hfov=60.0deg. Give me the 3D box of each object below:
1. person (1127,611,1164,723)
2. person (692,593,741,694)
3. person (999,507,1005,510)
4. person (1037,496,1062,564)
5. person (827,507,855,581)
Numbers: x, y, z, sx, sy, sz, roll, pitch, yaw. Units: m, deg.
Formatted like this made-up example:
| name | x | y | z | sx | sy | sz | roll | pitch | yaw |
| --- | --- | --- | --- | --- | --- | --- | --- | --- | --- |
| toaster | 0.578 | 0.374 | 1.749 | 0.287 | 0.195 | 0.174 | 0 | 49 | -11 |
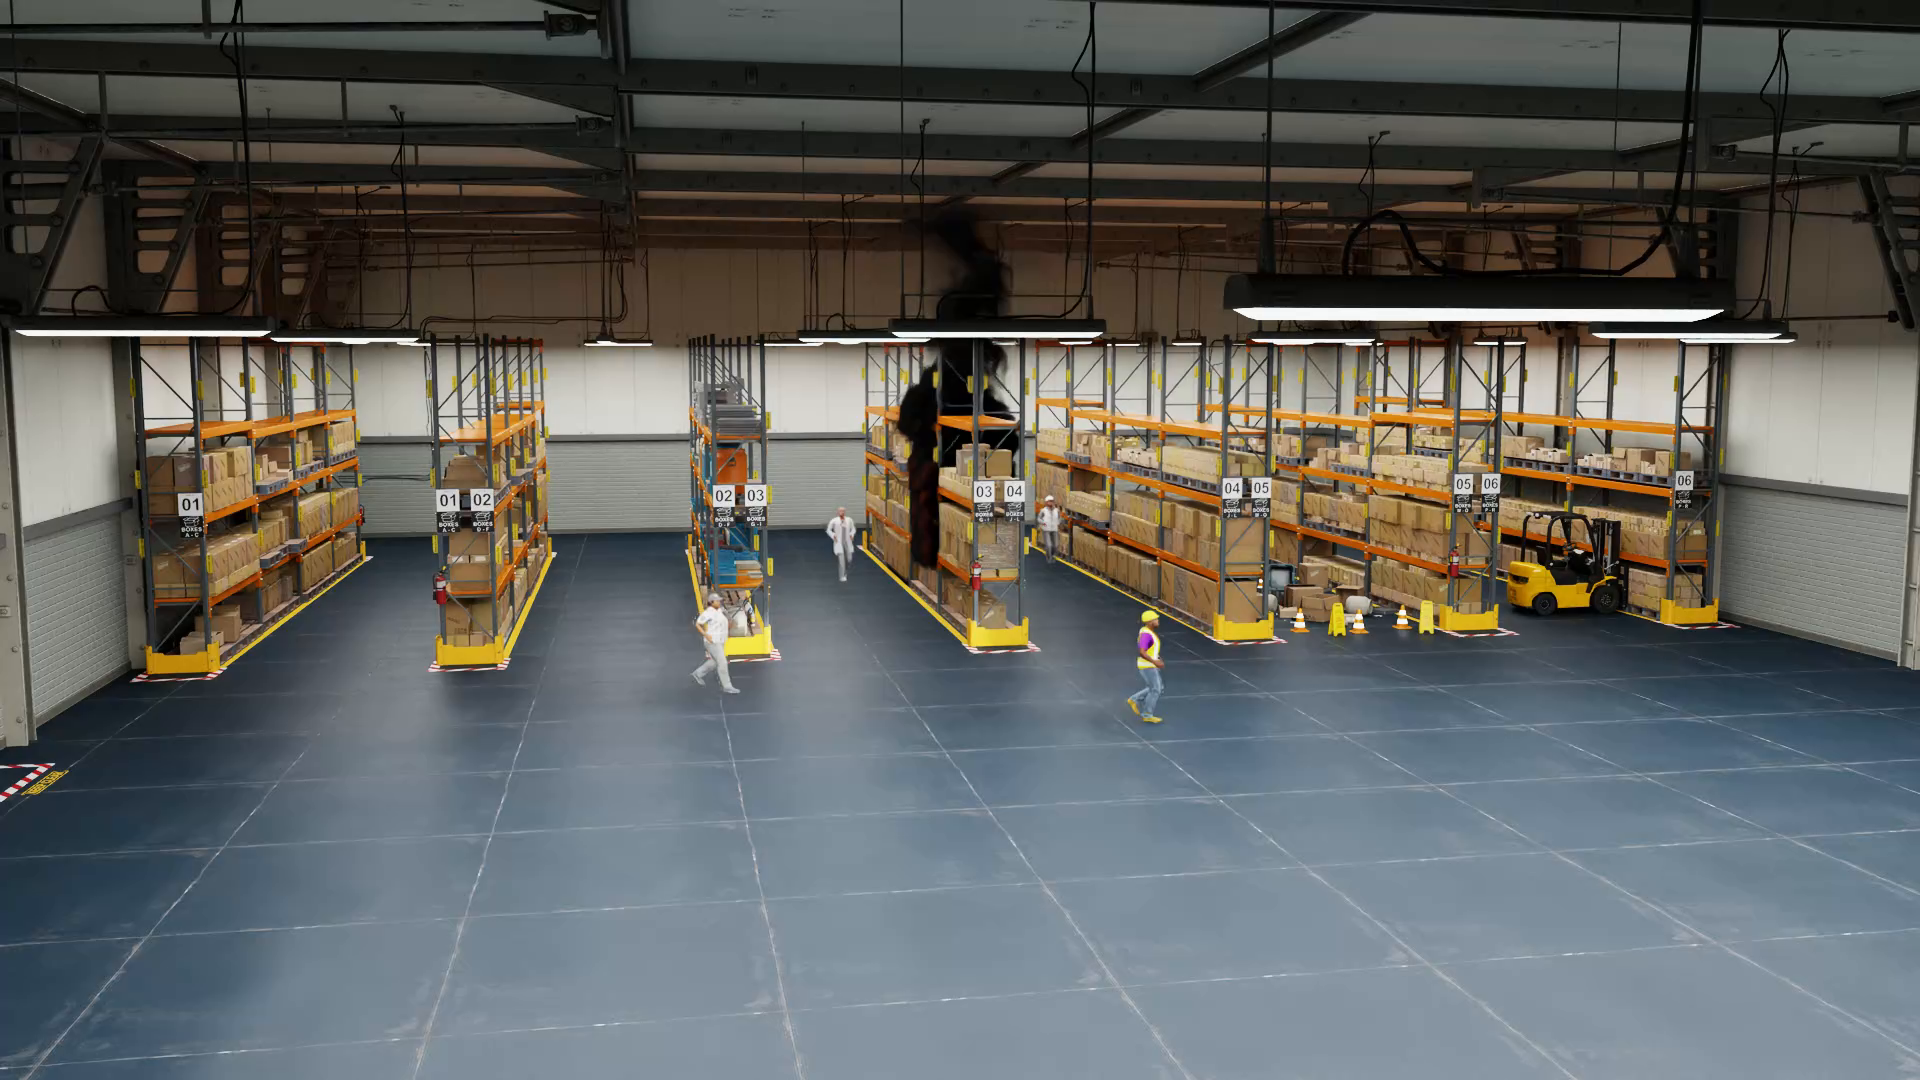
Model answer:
| name | x | y | z | sx | sy | sz | roll | pitch | yaw |
| --- | --- | --- | --- | --- | --- | --- | --- | --- | --- |
| person | 2.854 | 1.940 | 25.557 | 0.581 | 1.728 | 0.720 | 1 | 7 | 11 |
| person | -4.091 | 1.713 | 27.758 | 0.940 | 1.637 | 0.610 | 2 | 7 | 16 |
| person | 1.266 | -0.767 | 49.360 | 0.832 | 1.680 | 0.749 | 5 | 8 | 36 |
| person | 2.302 | -0.240 | 42.154 | 0.654 | 1.754 | 0.563 | -1 | 7 | -11 |
| person | -2.752 | 0.101 | 39.047 | 0.707 | 1.745 | 0.522 | -2 | 7 | -19 |
